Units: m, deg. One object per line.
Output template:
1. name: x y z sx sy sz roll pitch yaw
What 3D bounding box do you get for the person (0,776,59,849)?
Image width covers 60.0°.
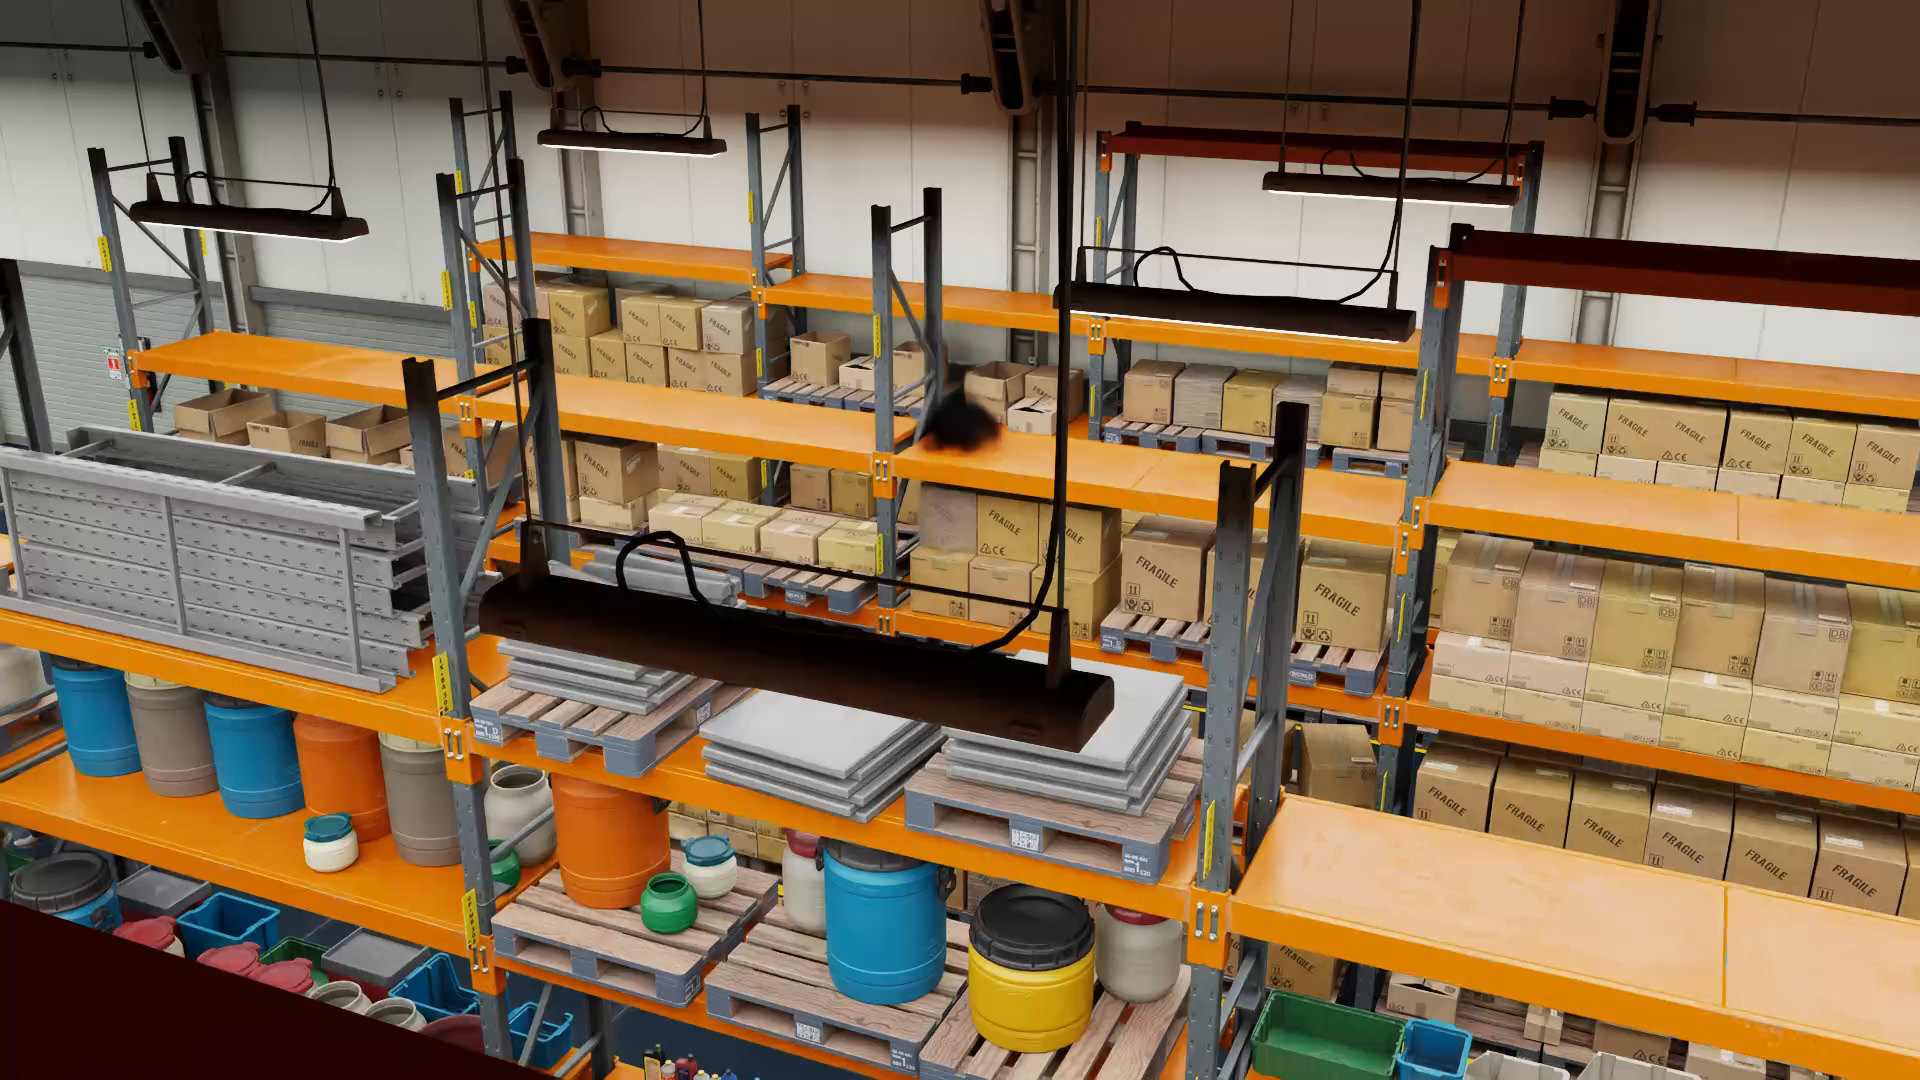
1. person: -8.694 2.094 14.804 0.983 1.610 0.614 -8 22 -19
